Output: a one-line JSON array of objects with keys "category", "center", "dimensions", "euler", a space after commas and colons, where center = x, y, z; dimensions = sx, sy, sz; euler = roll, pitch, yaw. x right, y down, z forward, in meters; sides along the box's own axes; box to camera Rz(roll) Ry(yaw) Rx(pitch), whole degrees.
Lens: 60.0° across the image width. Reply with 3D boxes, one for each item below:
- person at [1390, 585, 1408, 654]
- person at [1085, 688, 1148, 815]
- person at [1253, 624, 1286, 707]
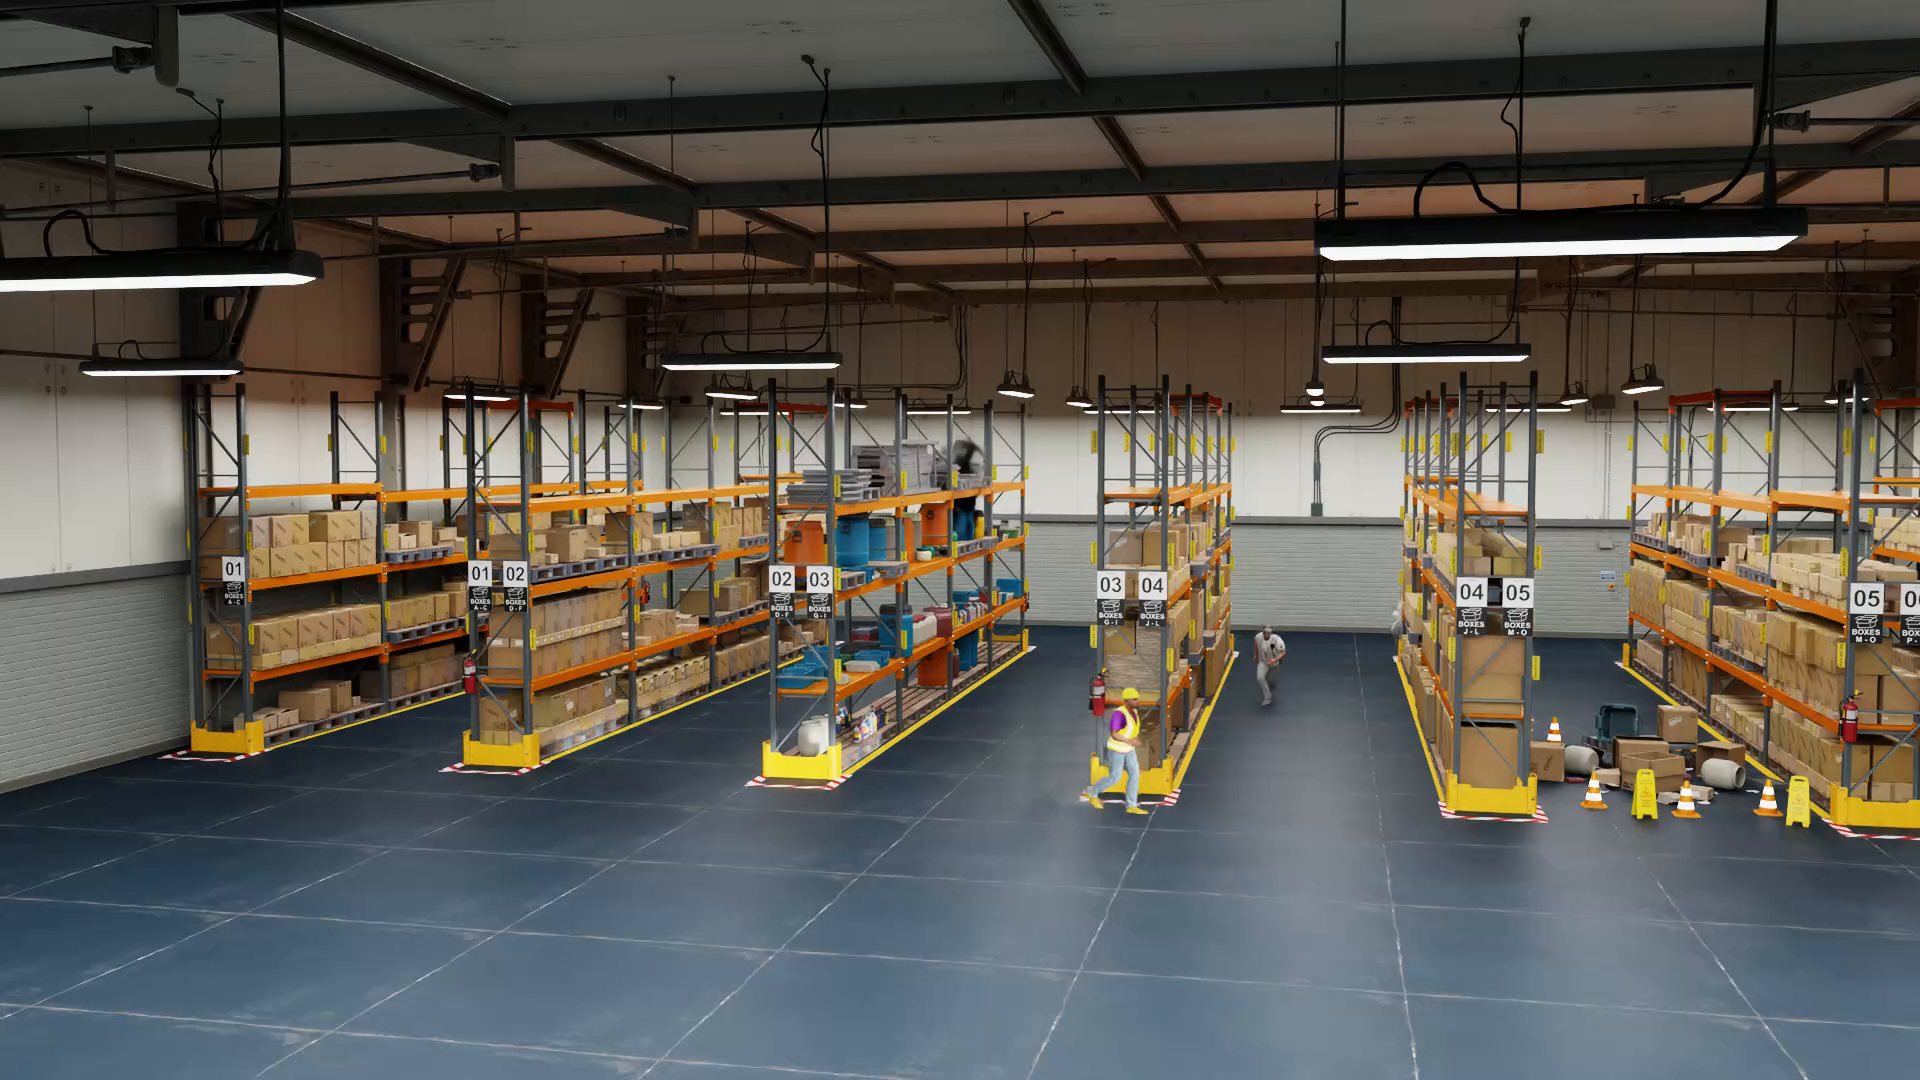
[{"category": "person", "center": [10.512, 1.884, 39.439], "dimensions": [0.623, 1.733, 0.721], "euler": [0, 3, -2]}, {"category": "person", "center": [2.128, 2.849, 22.574], "dimensions": [0.907, 1.730, 0.703], "euler": [2, 4, 34]}, {"category": "person", "center": [6.018, 2.379, 32.189], "dimensions": [0.662, 1.592, 1.105], "euler": [1, 4, 21]}]
